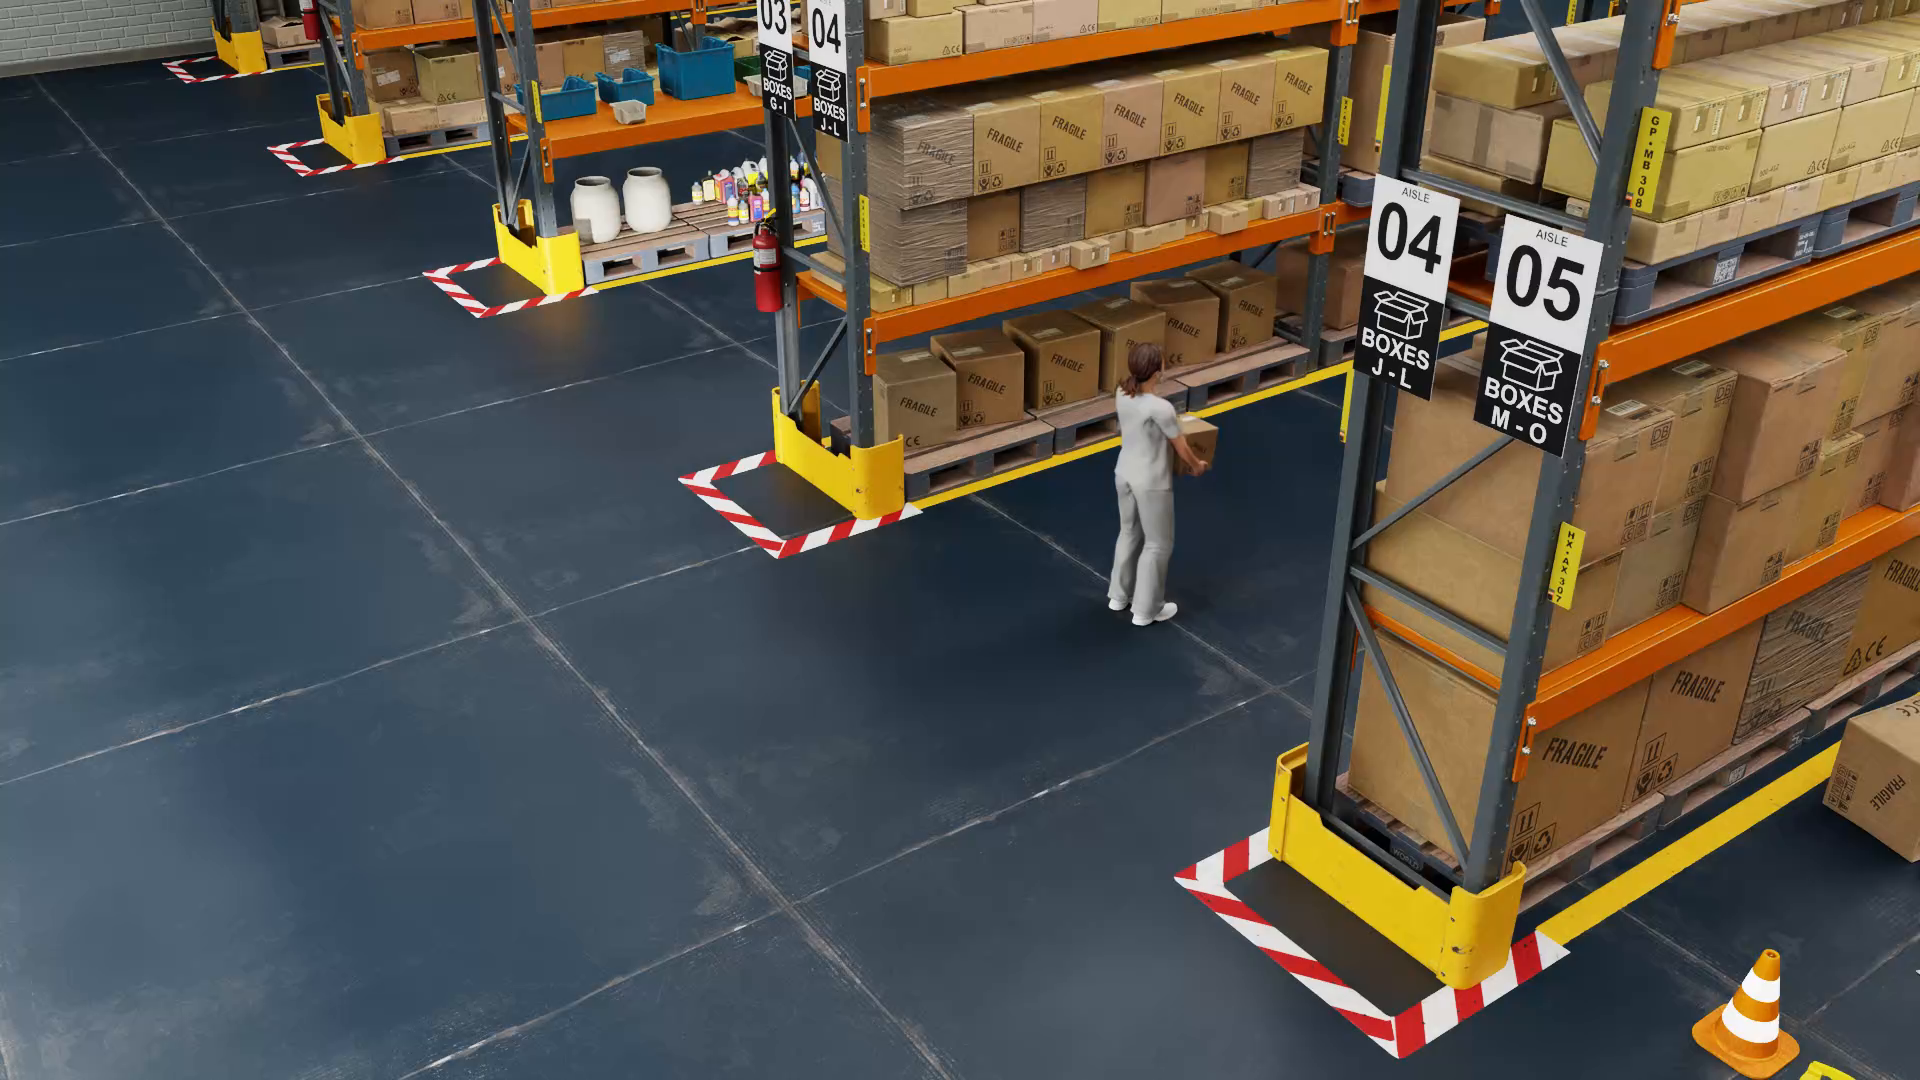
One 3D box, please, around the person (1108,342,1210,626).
[{"bbox_3d":[1.088,-0.339,9.257,0.542,1.668,0.424,-19,34,-31],"label":"person"}]
